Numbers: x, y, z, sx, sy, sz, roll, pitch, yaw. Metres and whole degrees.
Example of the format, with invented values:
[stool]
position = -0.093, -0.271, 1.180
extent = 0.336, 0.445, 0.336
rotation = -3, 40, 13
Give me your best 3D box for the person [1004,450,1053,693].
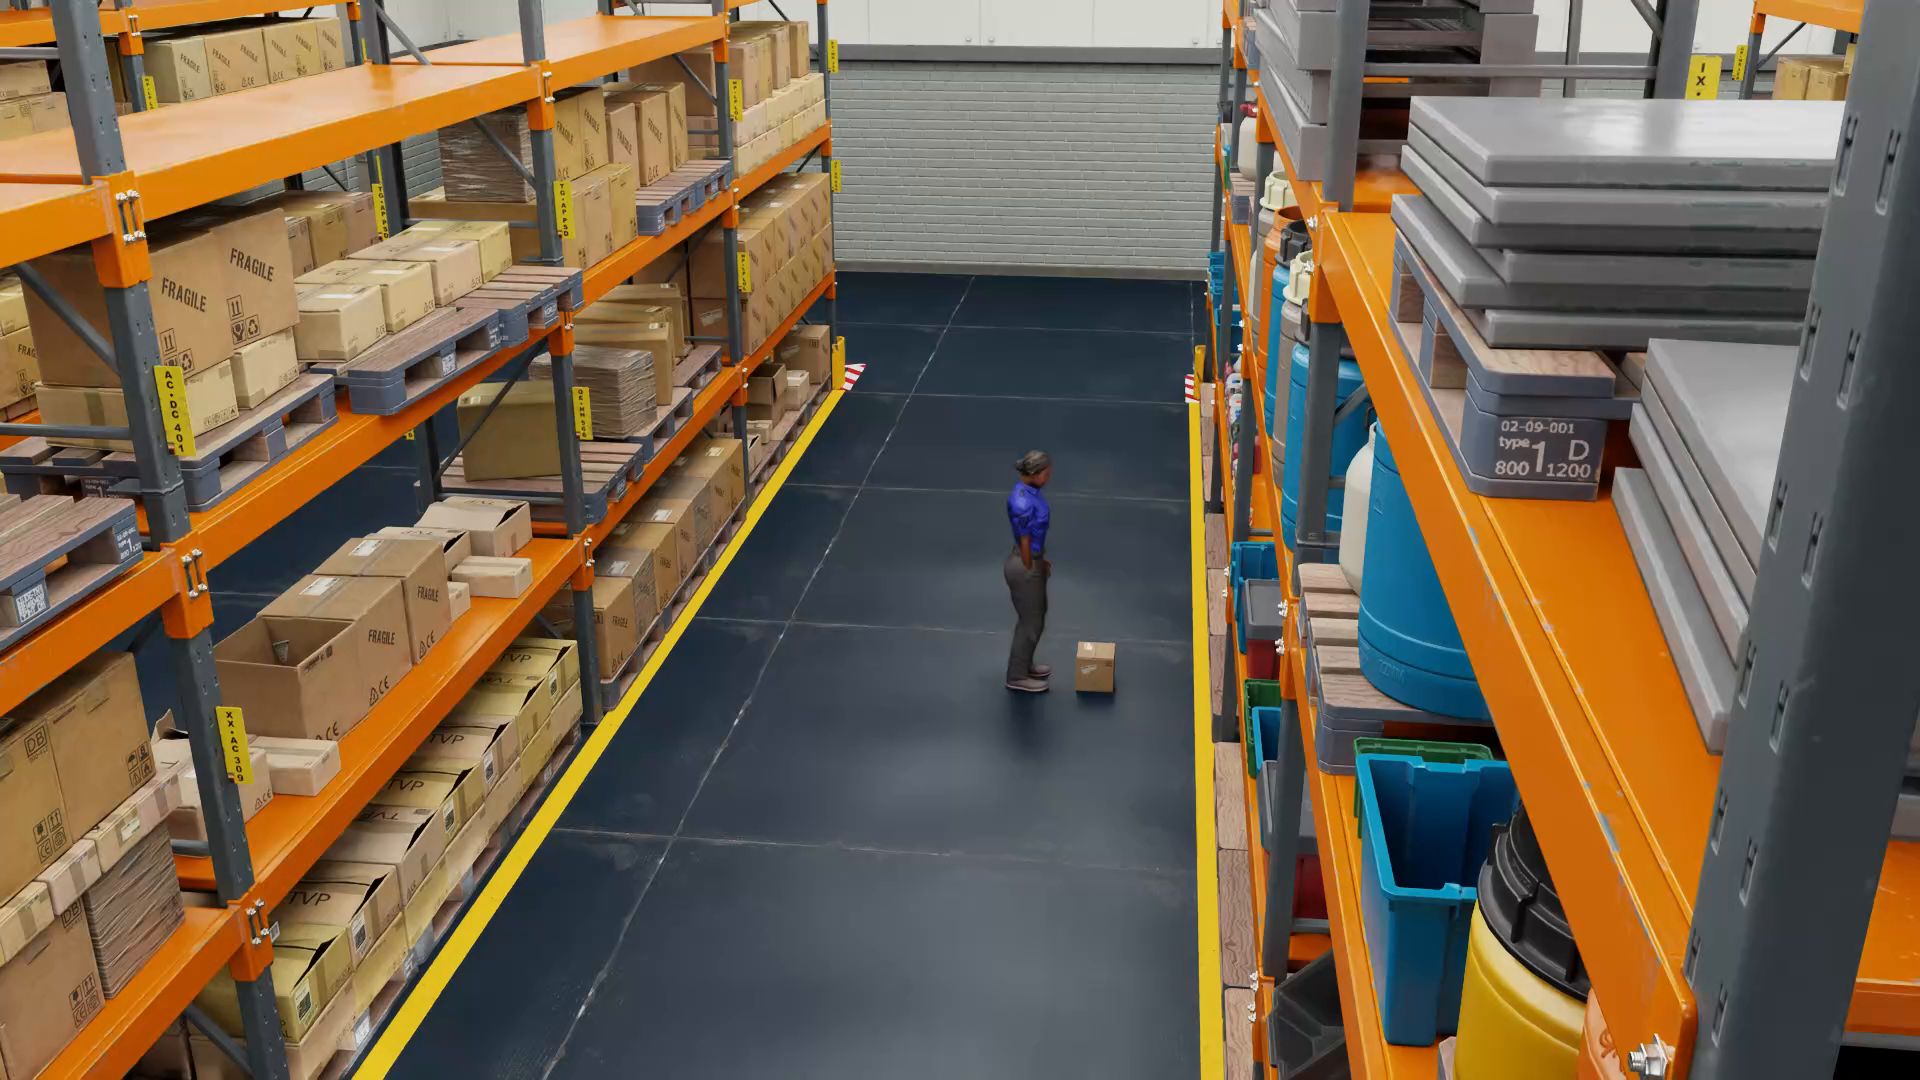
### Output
[person]
position = 0.460, 0.188, 11.038
extent = 0.319, 1.642, 0.443
rotation = 3, 21, 7
